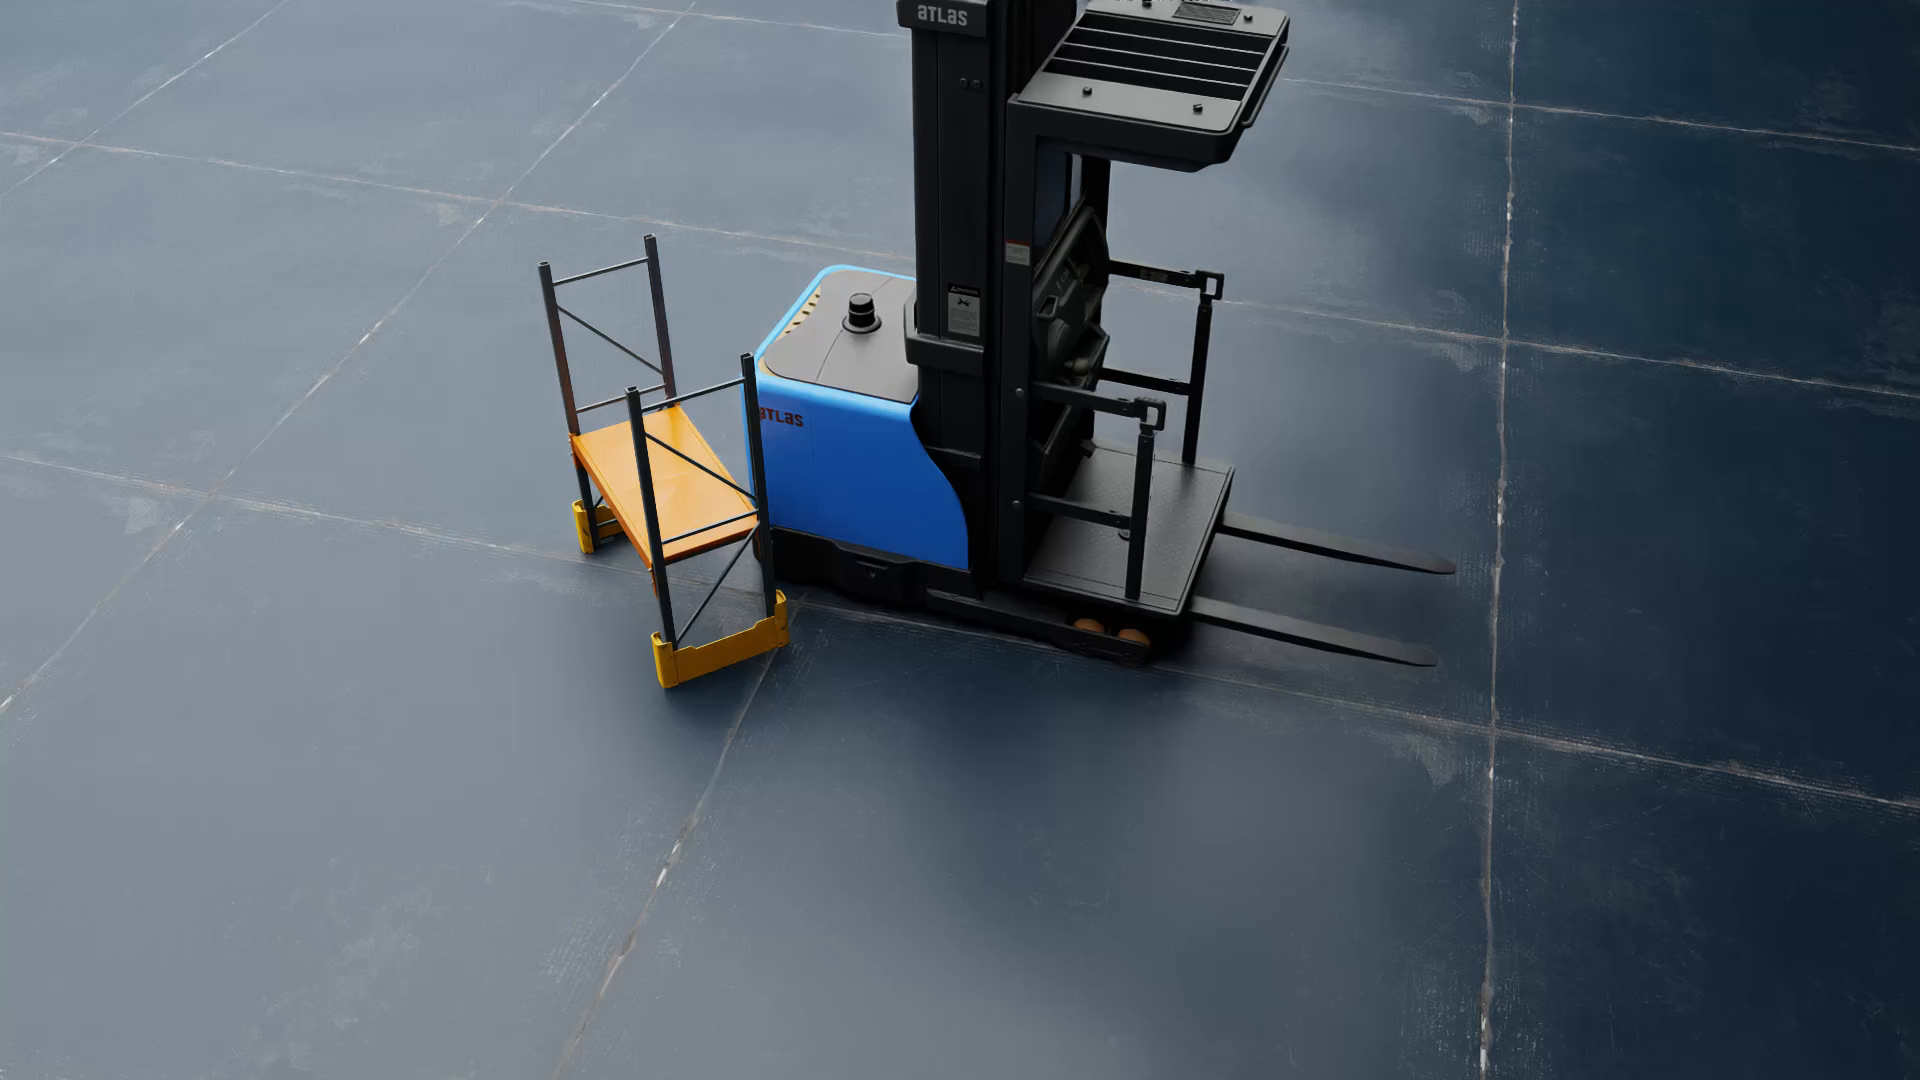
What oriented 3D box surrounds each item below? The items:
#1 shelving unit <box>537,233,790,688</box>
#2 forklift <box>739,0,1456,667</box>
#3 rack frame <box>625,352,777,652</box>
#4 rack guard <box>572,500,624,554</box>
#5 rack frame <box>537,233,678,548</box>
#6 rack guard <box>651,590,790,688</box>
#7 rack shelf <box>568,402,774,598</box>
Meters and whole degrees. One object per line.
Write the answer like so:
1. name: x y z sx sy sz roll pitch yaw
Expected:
1. shelving unit: -1.251 -0.340 6.988 0.587 1.500 1.083 -20 44 -22
2. forklift: 0.632 -0.966 6.622 3.031 2.935 1.130 13 42 15
3. rack frame: -1.000 -0.049 6.642 0.500 1.500 0.032 -20 44 -22
4. rack guard: -1.492 -0.141 7.724 0.587 0.250 0.087 -20 44 -22
5. rack frame: -1.493 -0.620 7.323 0.500 1.500 0.032 -20 44 -22
6. rack guard: -1.009 0.419 7.057 0.587 0.250 0.087 -20 44 -22
7. rack shelf: -1.246 -0.197 7.098 0.538 0.185 1.000 -20 44 -22
